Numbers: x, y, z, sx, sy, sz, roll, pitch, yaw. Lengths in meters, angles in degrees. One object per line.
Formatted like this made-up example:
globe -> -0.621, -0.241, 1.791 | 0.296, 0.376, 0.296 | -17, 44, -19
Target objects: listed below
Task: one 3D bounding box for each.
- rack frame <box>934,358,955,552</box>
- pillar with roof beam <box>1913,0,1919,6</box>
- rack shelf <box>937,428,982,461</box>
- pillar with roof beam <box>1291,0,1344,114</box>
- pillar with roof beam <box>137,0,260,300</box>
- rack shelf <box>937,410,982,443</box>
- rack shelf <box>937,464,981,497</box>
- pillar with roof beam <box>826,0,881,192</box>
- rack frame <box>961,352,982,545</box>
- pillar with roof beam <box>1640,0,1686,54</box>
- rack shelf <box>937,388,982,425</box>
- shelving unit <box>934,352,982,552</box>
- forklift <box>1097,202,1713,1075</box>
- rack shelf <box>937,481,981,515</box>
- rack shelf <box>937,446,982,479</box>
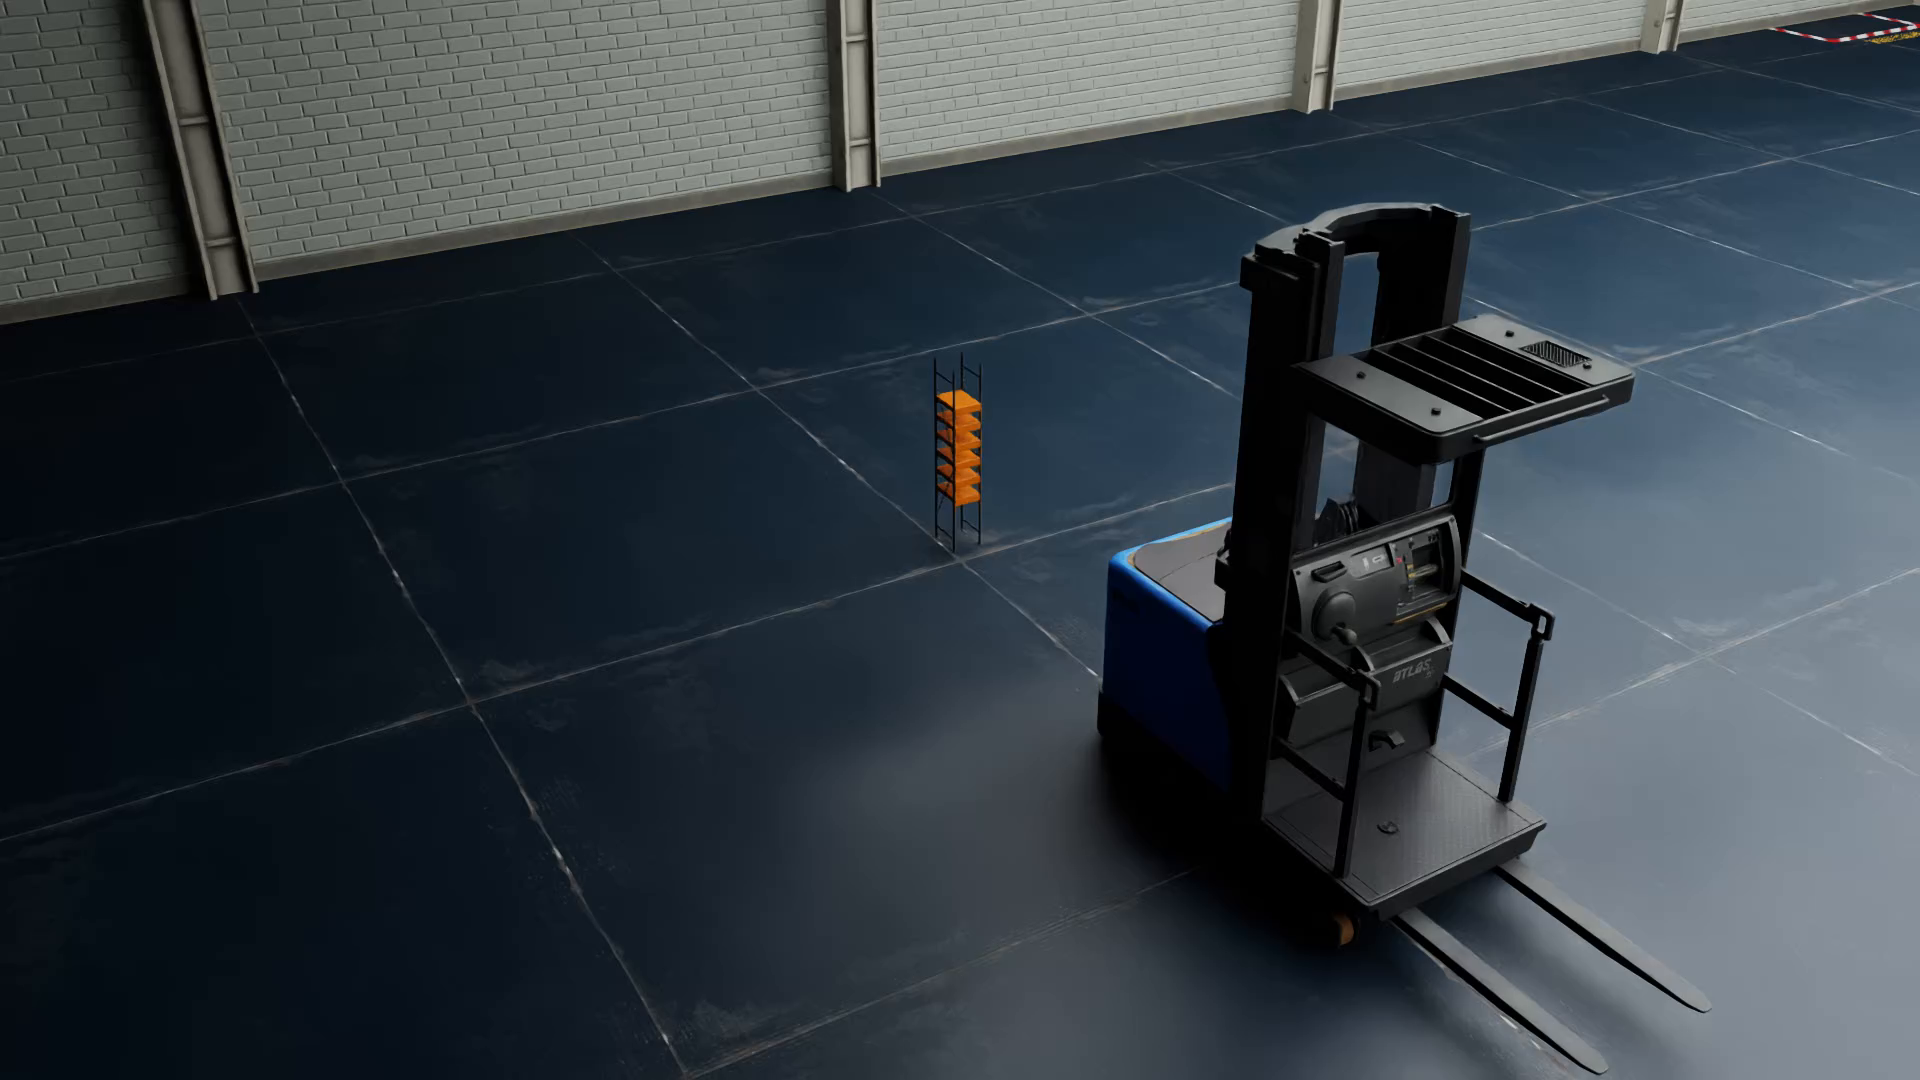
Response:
rack frame -> -0.091, -0.499, 10.011 | 0.006, 1.200, 0.240 | -16, 33, -26
pillar with roof beam -> 16.654, -10.150, 19.427 | 0.400, 9.000, 9.100 | -16, 33, -26
rack shelf -> -0.012, -0.588, 10.015 | 0.180, 0.103, 0.258 | -16, 33, -26
pillar with roof beam -> 6.308, -7.213, 14.105 | 0.400, 9.000, 9.100 | -16, 33, -26
pillar with roof beam -> -4.038, -4.275, 8.782 | 0.400, 9.000, 9.100 | -16, 33, -26
rack shelf -> -0.012, -0.693, 9.957 | 0.180, 0.103, 0.258 | -16, 33, -26
rack shelf -> -0.012, -0.378, 10.131 | 0.180, 0.103, 0.258 | -16, 33, -26
pillar with roof beam -> 1.135, -5.744, 11.443 | 0.400, 9.000, 9.100 | -16, 33, -26
rack frame -> 0.066, -0.544, 10.092 | 0.006, 1.200, 0.240 | -16, 33, -26
pillar with roof beam -> 11.481, -8.681, 16.766 | 0.400, 9.000, 9.100 | -16, 33, -26
rack shelf -> -0.012, -0.798, 9.899 | 0.180, 0.103, 0.258 | -16, 33, -26
shelving unit -> -0.012, -0.522, 10.052 | 0.189, 1.200, 0.258 | -16, 33, -26
forklift -> 1.895, 0.213, 6.929 | 1.130, 2.935, 3.031 | -16, 33, -27
rack shelf -> -0.012, -0.273, 10.189 | 0.180, 0.103, 0.258 | -16, 33, -26
rack shelf -> -0.012, -0.483, 10.073 | 0.180, 0.103, 0.258 | -16, 33, -26
